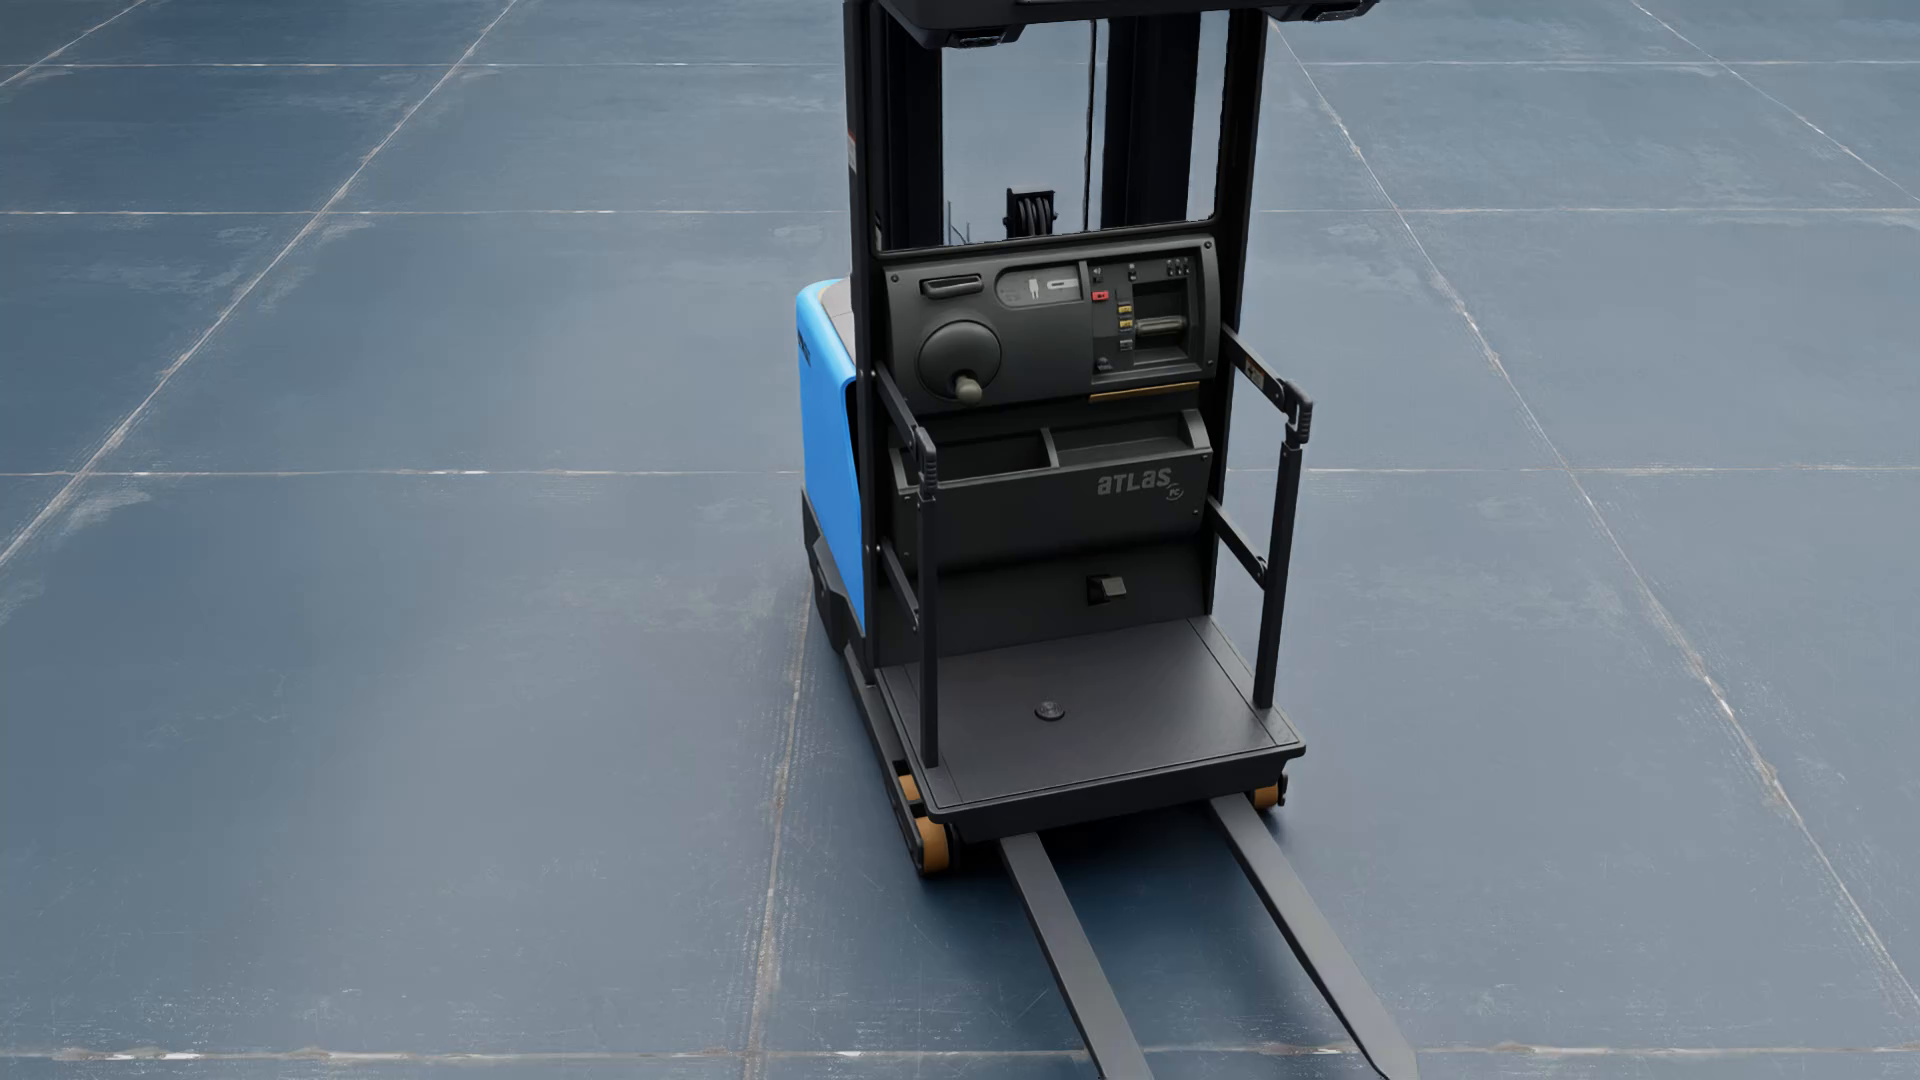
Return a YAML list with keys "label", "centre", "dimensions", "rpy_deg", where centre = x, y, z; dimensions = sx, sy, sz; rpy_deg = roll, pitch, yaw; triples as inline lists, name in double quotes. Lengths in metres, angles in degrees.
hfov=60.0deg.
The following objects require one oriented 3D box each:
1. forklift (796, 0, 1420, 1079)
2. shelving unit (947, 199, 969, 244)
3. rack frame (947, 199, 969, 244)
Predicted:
- label: "forklift"
  centre: [0.320, -0.538, 4.312]
  dimensions: [1.130, 2.935, 3.031]
  rpy_deg: [-8, 32, -13]
- label: "shelving unit"
  centre: [-0.095, -0.632, 6.135]
  dimensions: [0.189, 1.200, 0.258]
  rpy_deg: [-9, 32, -15]
- label: "rack frame"
  centre: [-0.008, -0.646, 6.159]
  dimensions: [0.006, 1.200, 0.240]
  rpy_deg: [-9, 32, -15]
